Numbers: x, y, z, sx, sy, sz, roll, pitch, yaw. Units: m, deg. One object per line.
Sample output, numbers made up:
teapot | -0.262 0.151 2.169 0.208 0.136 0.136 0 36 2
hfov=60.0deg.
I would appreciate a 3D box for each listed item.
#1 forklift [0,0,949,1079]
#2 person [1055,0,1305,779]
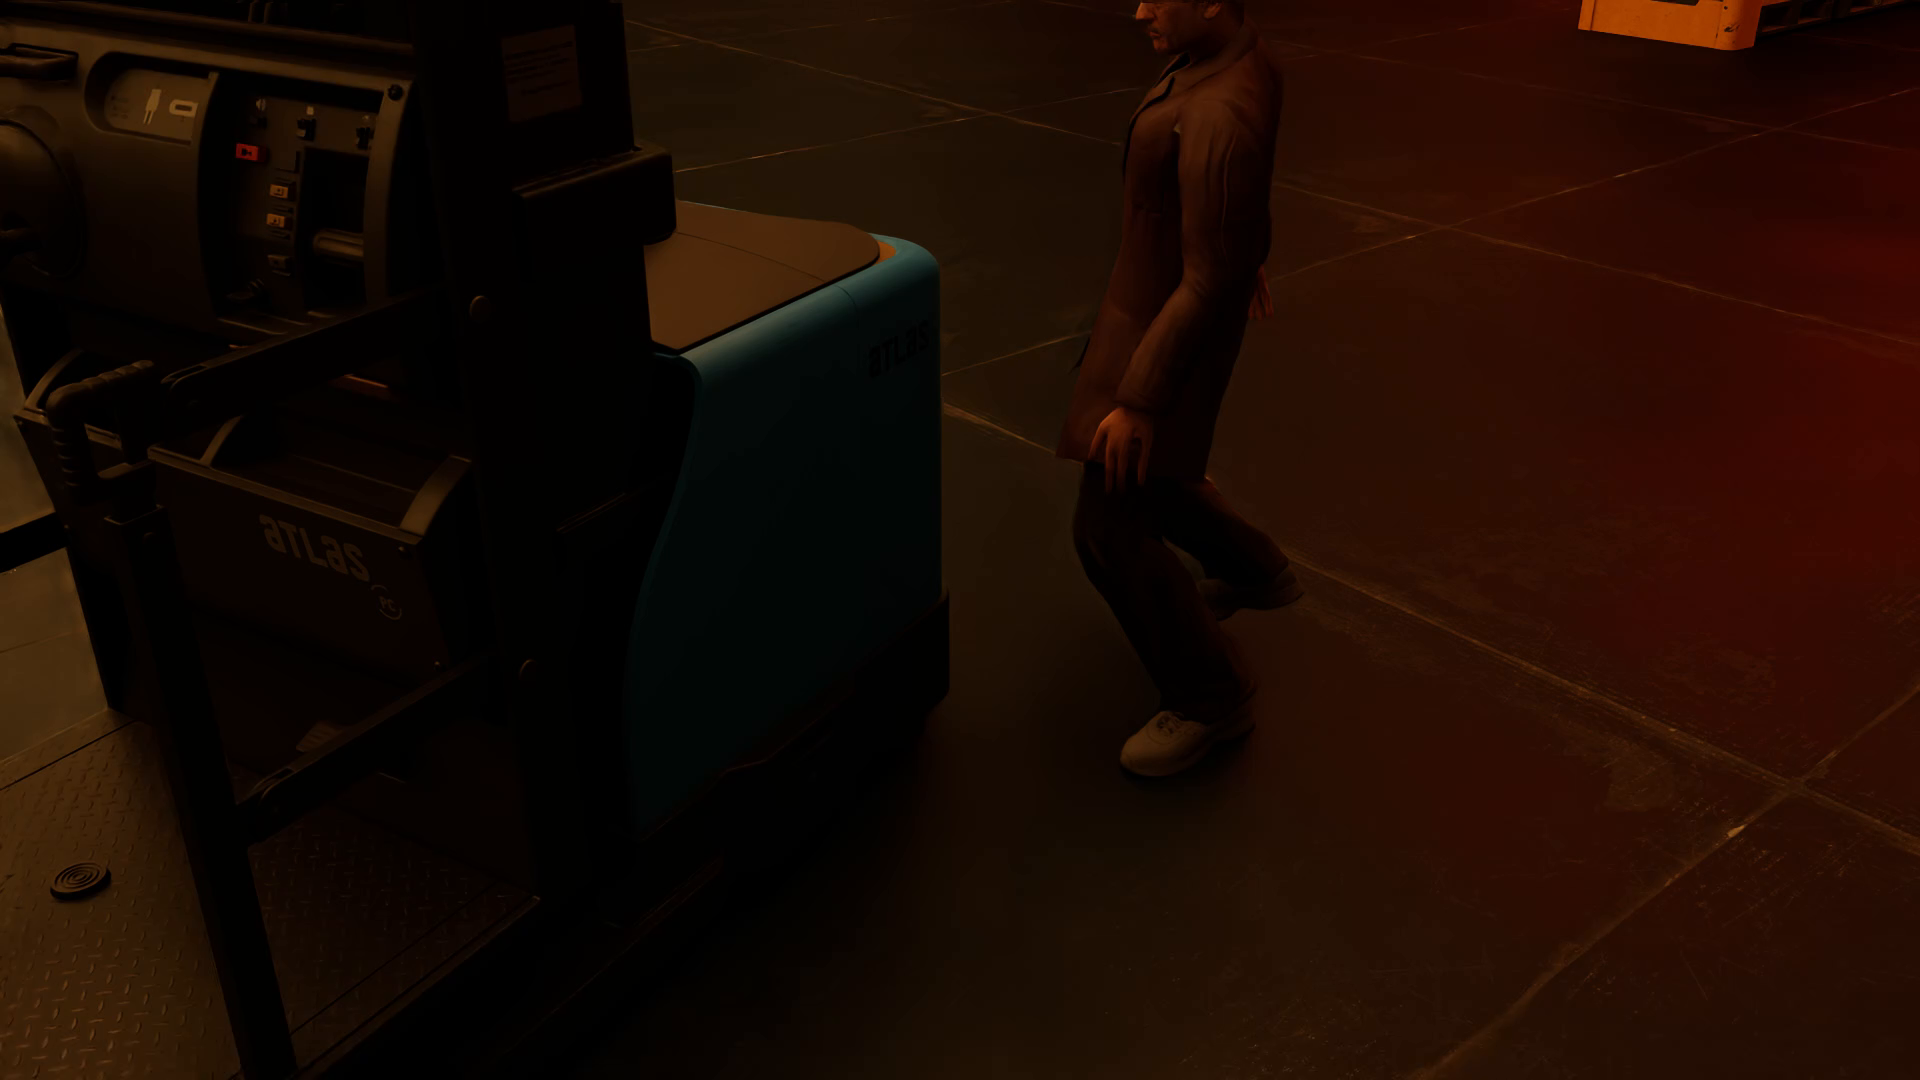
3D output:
forklift | -1.213 -0.483 2.175 1.130 2.935 3.031 15 30 27
person | 0.483 -0.443 3.513 0.577 1.687 0.939 7 27 14
